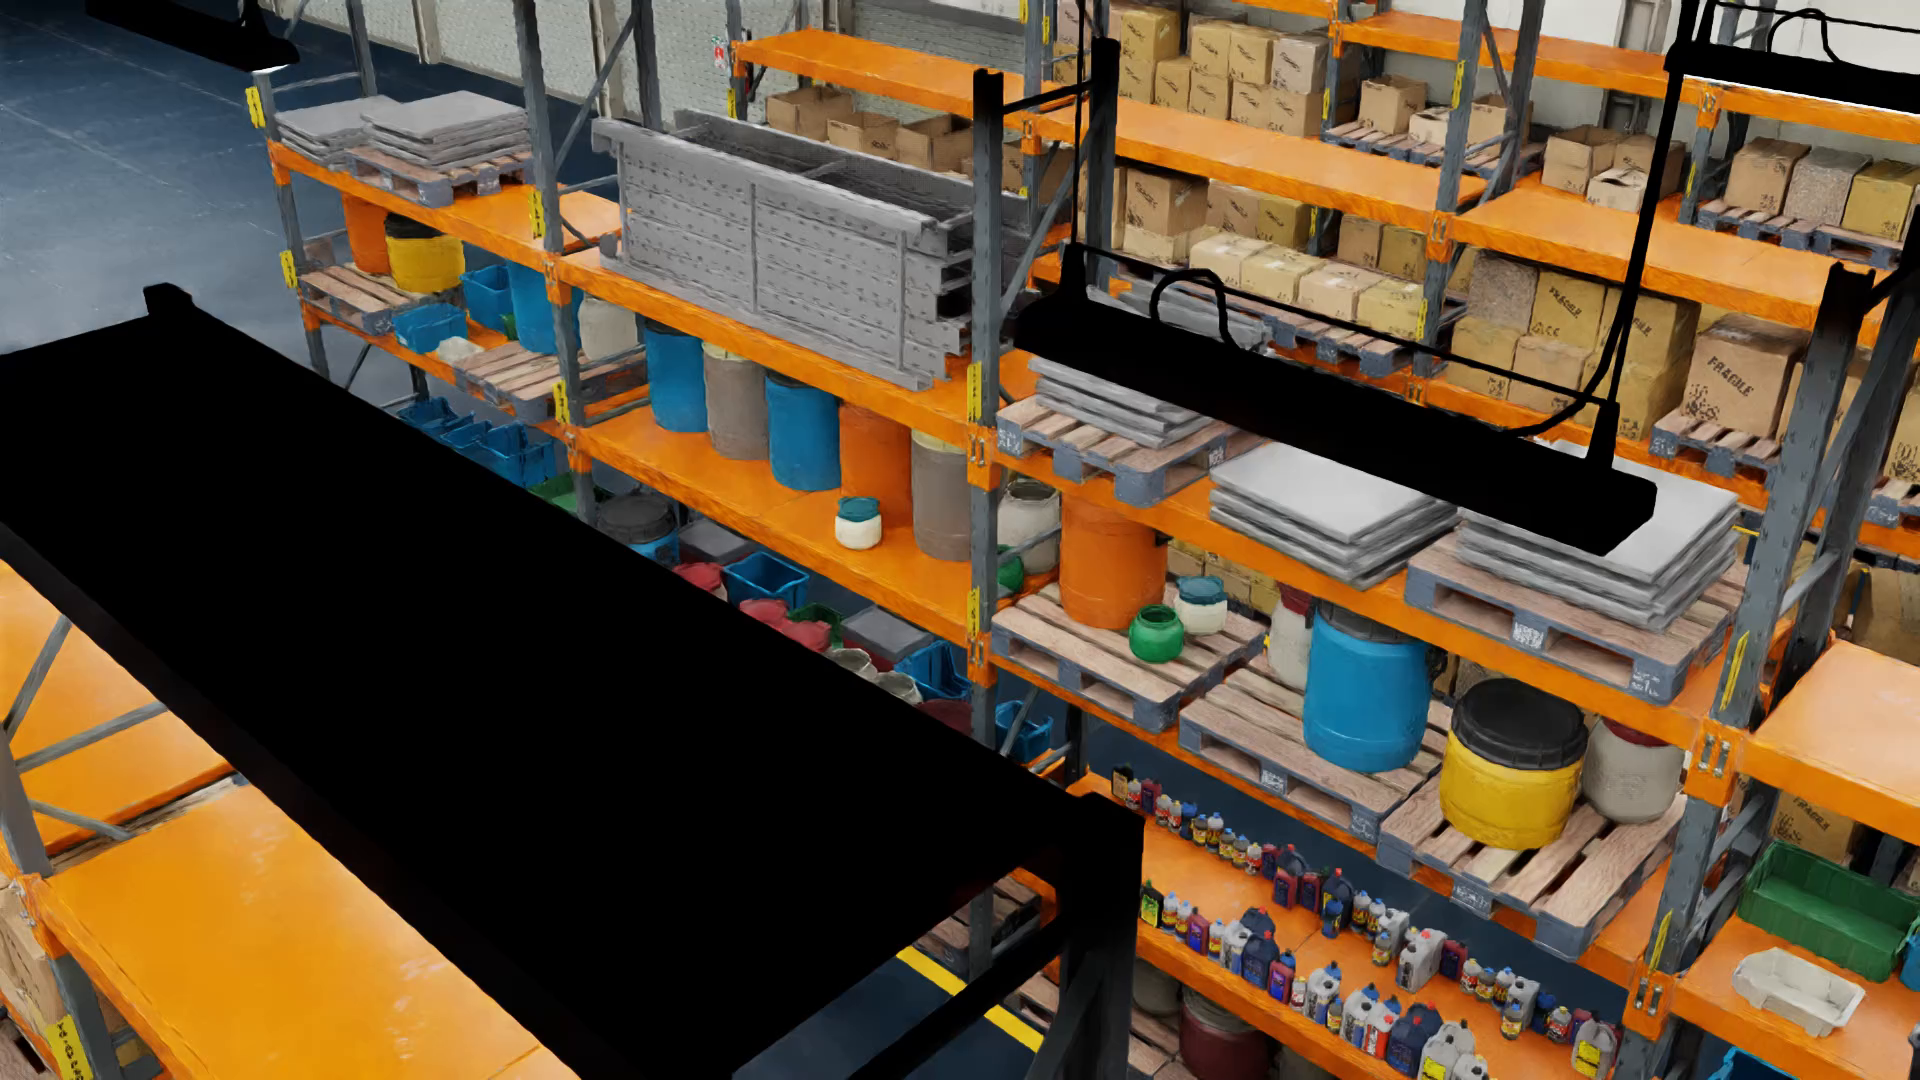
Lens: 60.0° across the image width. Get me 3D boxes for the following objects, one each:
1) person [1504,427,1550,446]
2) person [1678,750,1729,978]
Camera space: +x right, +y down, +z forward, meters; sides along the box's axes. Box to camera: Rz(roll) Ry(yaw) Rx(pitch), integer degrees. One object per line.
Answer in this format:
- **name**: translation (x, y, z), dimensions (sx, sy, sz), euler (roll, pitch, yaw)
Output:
- **person**: translation (5.472, -0.888, 16.161), dimensions (0.999, 1.597, 0.490), euler (19, 35, 30)
- **person**: translation (4.642, 2.083, 10.775), dimensions (1.042, 1.733, 0.577), euler (24, 37, 36)
